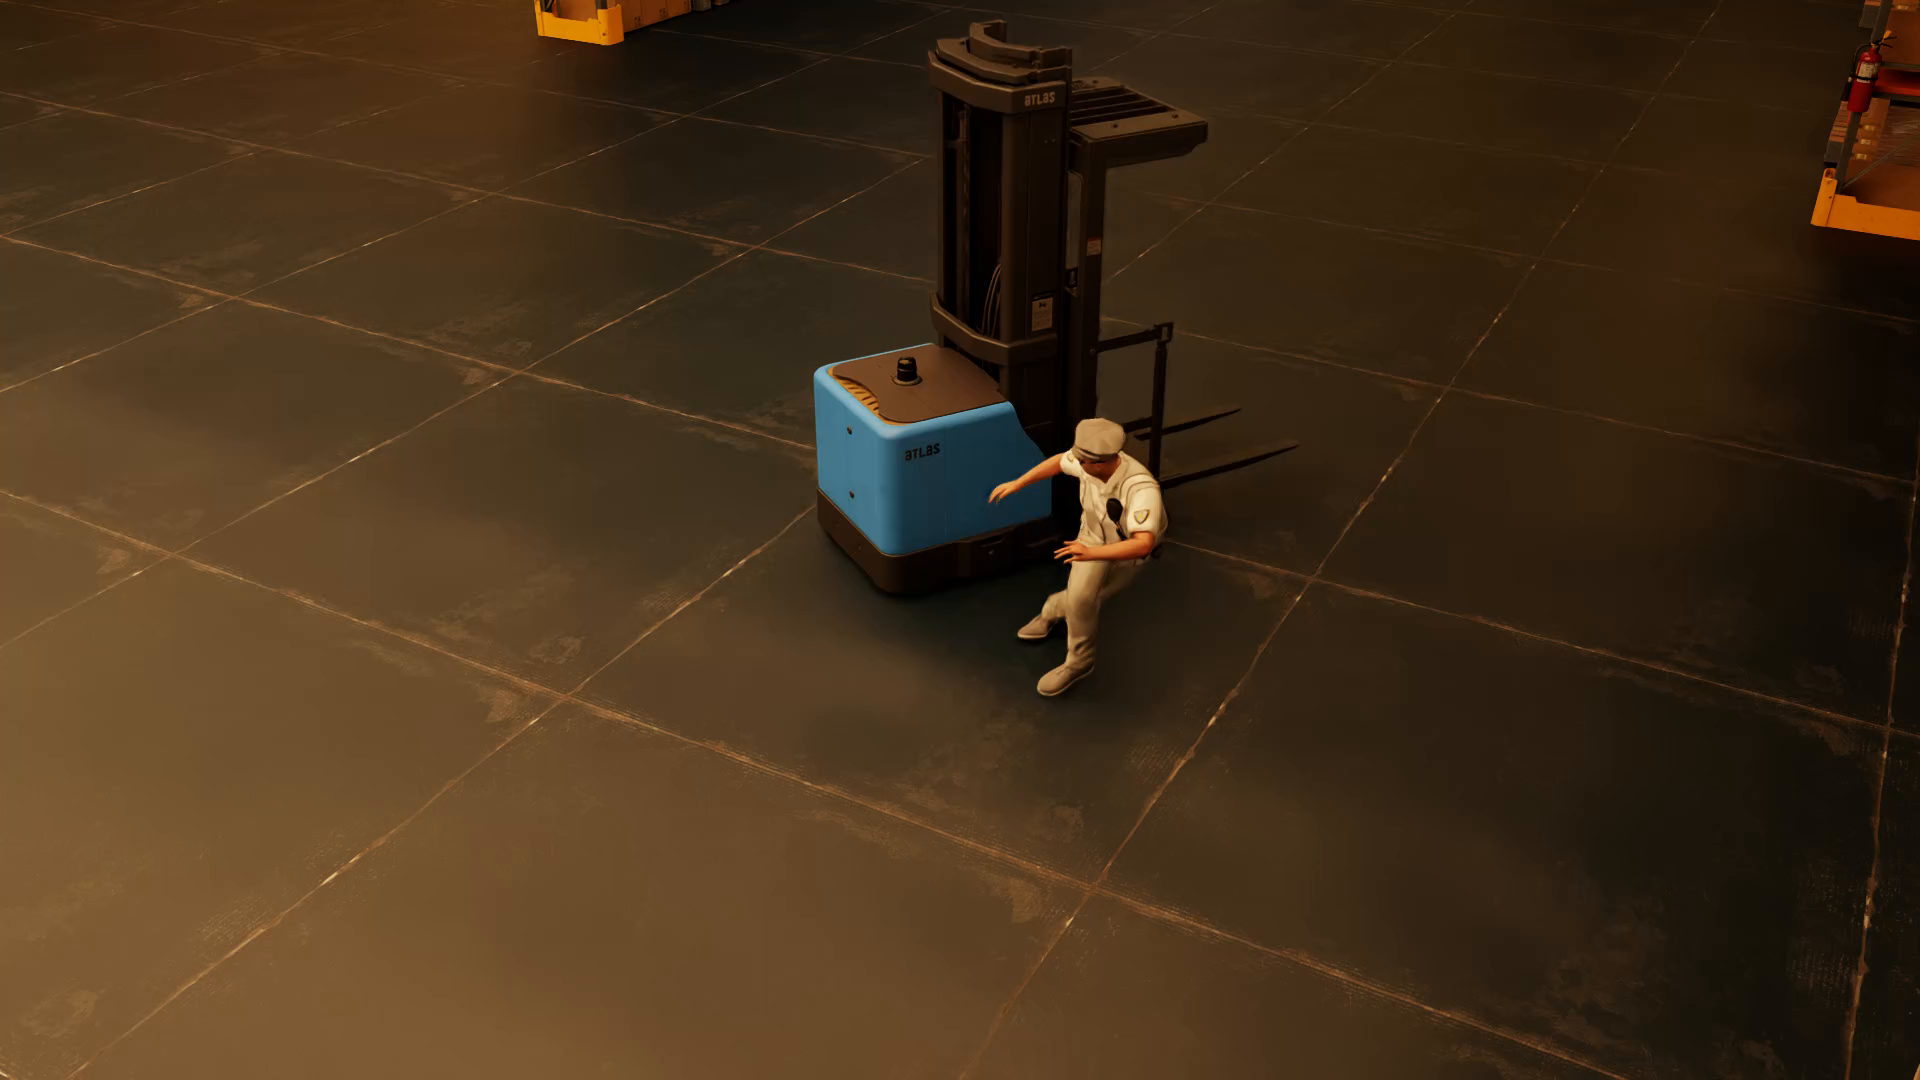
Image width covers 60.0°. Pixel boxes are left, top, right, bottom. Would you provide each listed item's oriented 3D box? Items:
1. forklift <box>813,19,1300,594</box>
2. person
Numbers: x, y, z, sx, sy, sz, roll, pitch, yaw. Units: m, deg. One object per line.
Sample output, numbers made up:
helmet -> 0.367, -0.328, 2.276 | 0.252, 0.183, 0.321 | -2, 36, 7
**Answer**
forklift -> 0.685, -1.479, 9.633 | 3.031, 2.935, 1.130 | -15, 33, -24
person -> 0.569, 0.064, 8.366 | 0.997, 1.514, 0.972 | 15, 33, 24
